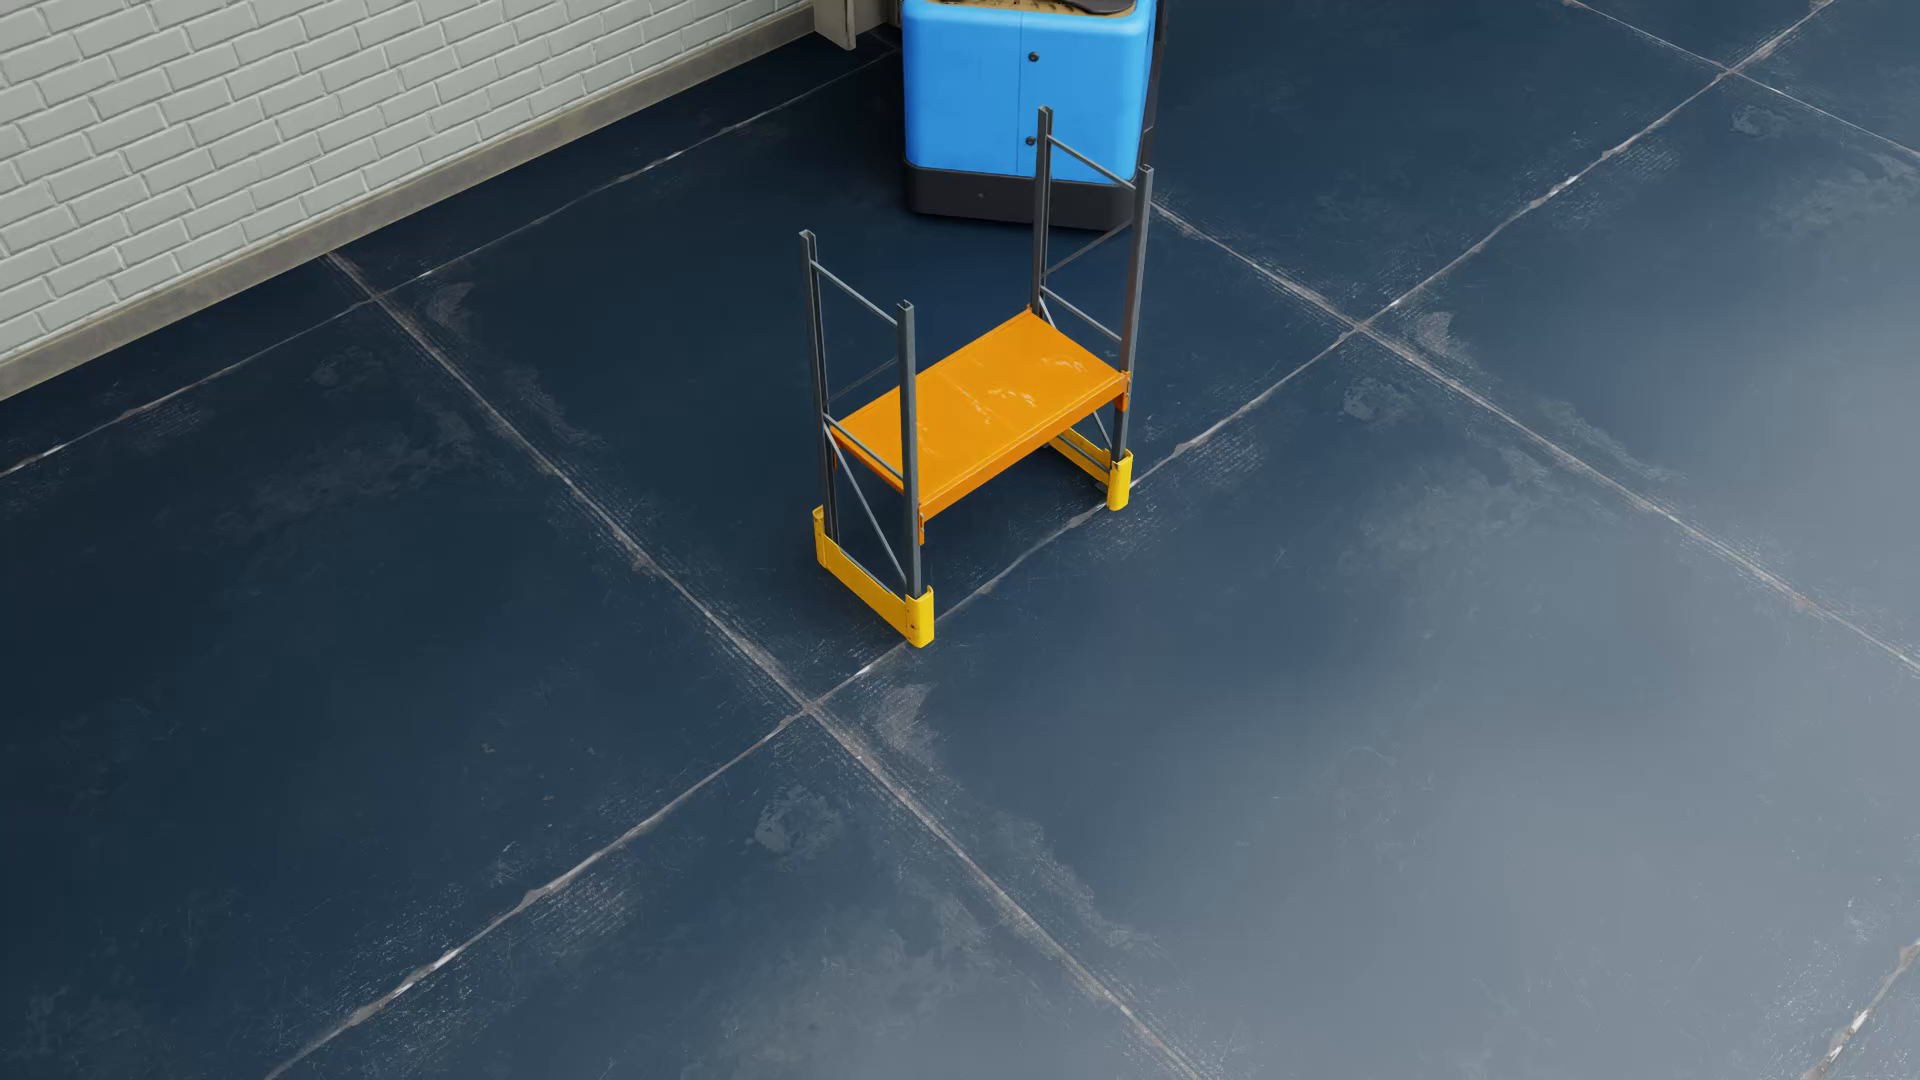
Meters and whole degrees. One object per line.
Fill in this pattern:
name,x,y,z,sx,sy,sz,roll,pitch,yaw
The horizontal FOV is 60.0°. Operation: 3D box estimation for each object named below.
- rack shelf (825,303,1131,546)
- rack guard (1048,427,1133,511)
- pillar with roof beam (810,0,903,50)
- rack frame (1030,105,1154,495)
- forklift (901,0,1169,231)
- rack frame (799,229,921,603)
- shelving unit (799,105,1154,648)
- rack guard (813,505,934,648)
rack shelf,0.063,-0.429,5.870,1.000,0.185,0.538,-34,56,-27
rack guard,0.425,-0.369,6.420,0.087,0.250,0.587,-34,56,-27
pillar with roof beam,2.363,-3.415,3.278,0.400,9.000,9.100,-34,56,-27
rack frame,0.439,-0.802,5.970,0.032,1.500,0.500,-34,56,-27
forklift,0.482,-3.472,7.459,1.130,2.935,3.031,7,48,6
rack frame,-0.313,-0.299,5.506,0.032,1.500,0.500,-34,56,-27
shelving unit,0.056,-0.546,5.734,1.083,1.500,0.587,-34,56,-27
rack guard,-0.312,0.124,5.966,0.087,0.250,0.587,-34,56,-27
